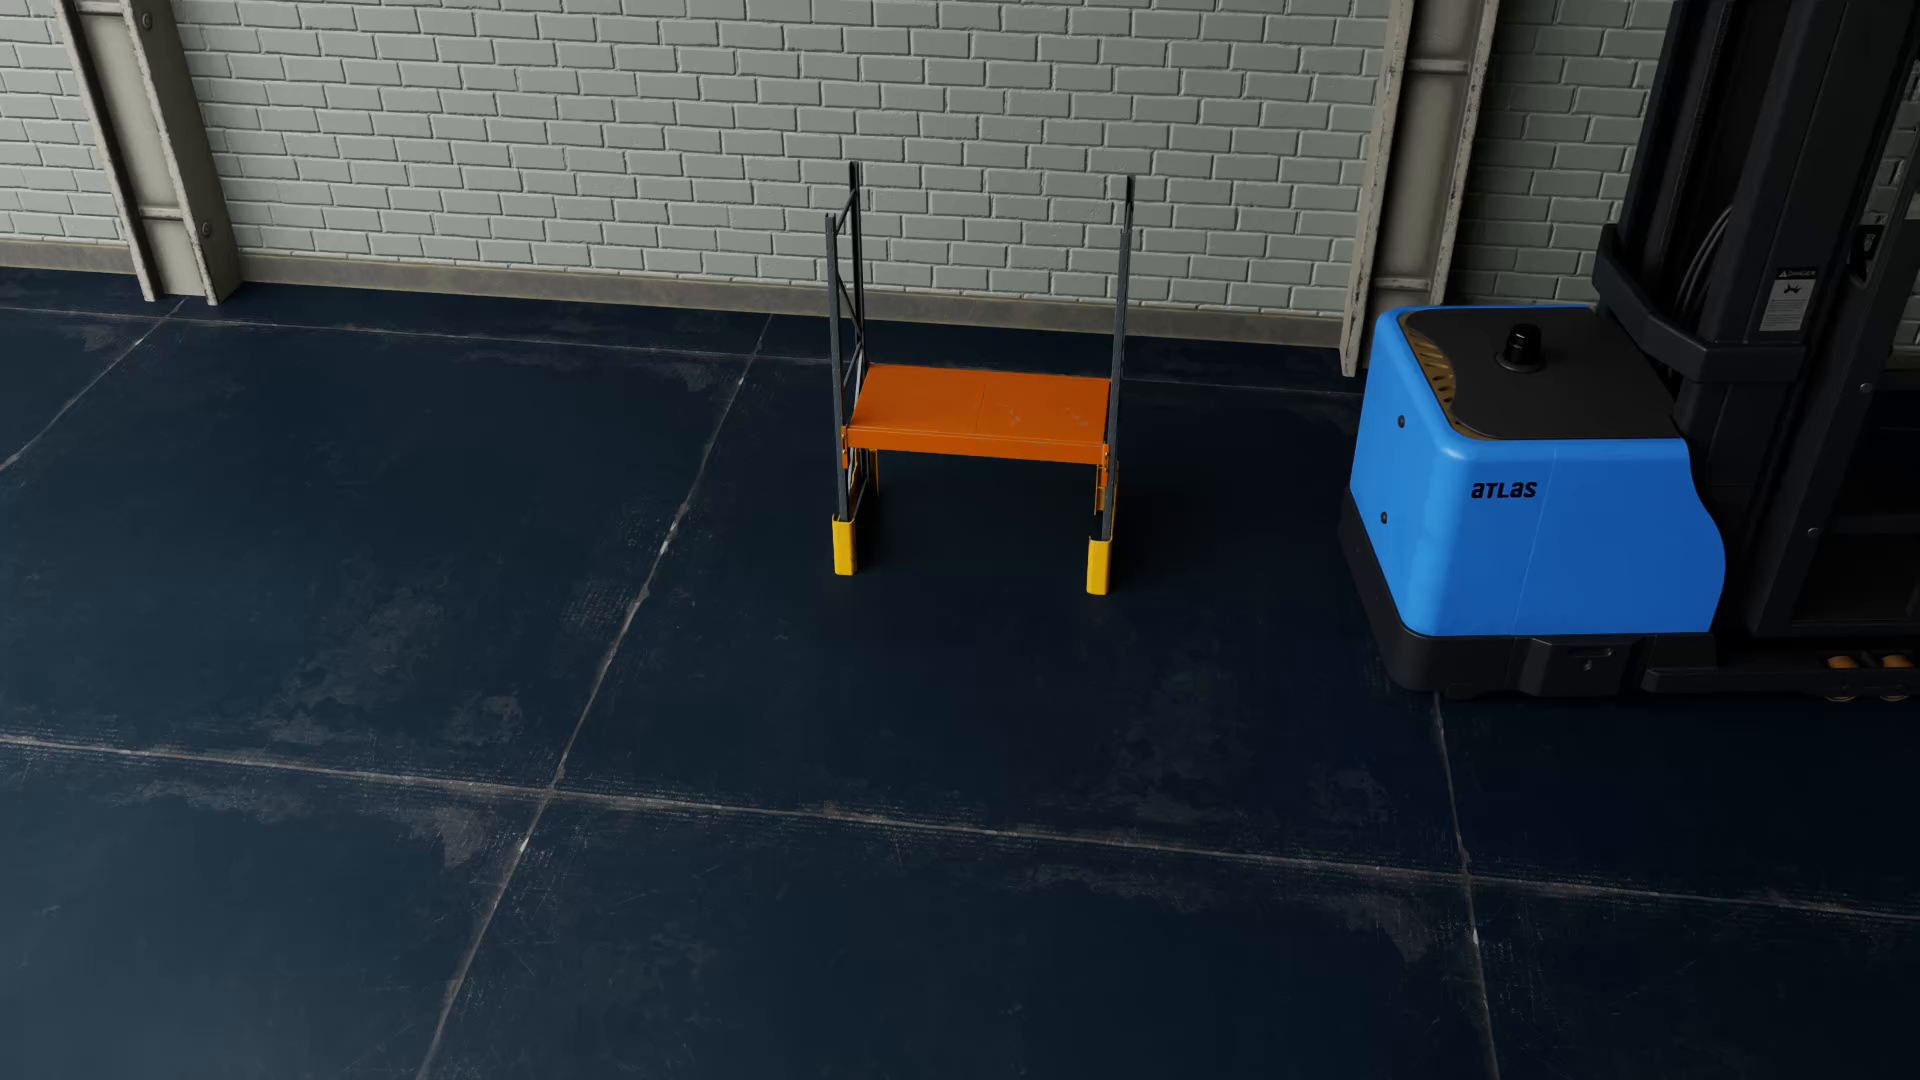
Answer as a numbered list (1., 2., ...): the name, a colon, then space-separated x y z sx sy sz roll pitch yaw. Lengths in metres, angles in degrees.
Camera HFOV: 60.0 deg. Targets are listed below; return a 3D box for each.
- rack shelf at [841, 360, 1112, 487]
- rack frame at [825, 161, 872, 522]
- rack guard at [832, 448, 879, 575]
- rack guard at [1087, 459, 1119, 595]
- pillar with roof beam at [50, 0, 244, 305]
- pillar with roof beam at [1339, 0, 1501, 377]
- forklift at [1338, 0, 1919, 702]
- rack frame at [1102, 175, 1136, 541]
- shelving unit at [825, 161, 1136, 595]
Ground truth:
1. rack shelf: 0.085 -0.458 6.410 1.000 0.185 0.538 4 36 6
2. rack frame: -0.420 -0.642 6.358 0.032 1.500 0.500 4 36 6
3. rack guard: -0.418 -0.133 6.721 0.087 0.250 0.587 4 36 6
4. rack guard: 0.570 -0.059 6.618 0.087 0.250 0.587 4 36 6
5. pillar with roof beam: -4.479 -2.473 2.468 0.400 9.000 9.100 4 36 6
6. pillar with roof beam: 1.472 -2.029 1.846 0.400 9.000 9.100 4 36 6
7. forklift: 3.036 -0.924 5.522 3.031 2.935 1.130 -1 36 -1
8. rack frame: 0.589 -0.567 6.253 0.032 1.500 0.500 4 36 6
9. shelving unit: 0.076 -0.605 6.306 1.083 1.500 0.587 4 36 6
